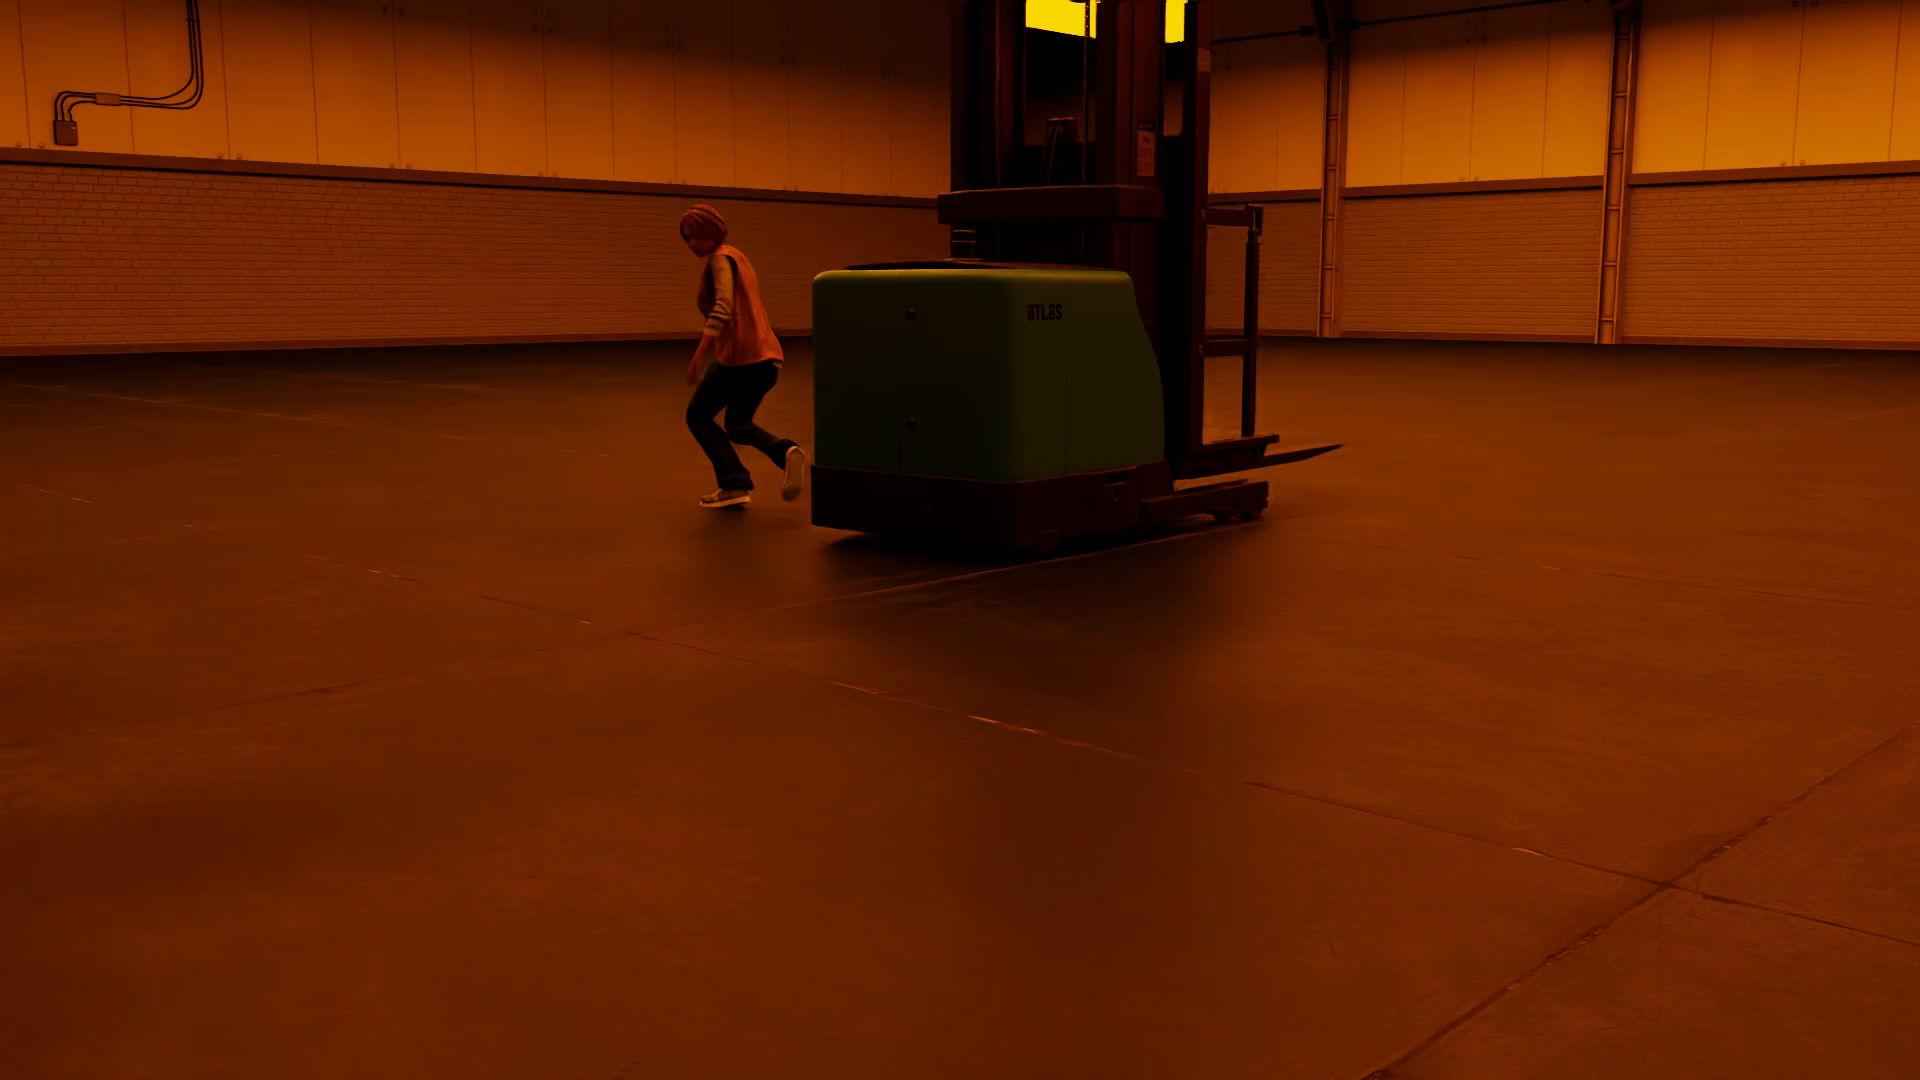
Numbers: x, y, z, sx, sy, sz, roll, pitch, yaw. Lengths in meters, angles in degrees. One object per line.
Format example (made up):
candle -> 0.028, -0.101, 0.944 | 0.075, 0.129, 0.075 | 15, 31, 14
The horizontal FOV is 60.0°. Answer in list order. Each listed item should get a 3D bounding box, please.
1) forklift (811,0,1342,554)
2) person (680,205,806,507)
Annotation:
forklift -> 0.722, -1.568, 7.286 | 1.130, 2.935, 3.031 | 7, 11, 39
person -> -1.001, -0.840, 7.729 | 0.587, 1.394, 0.692 | 4, 9, 24
